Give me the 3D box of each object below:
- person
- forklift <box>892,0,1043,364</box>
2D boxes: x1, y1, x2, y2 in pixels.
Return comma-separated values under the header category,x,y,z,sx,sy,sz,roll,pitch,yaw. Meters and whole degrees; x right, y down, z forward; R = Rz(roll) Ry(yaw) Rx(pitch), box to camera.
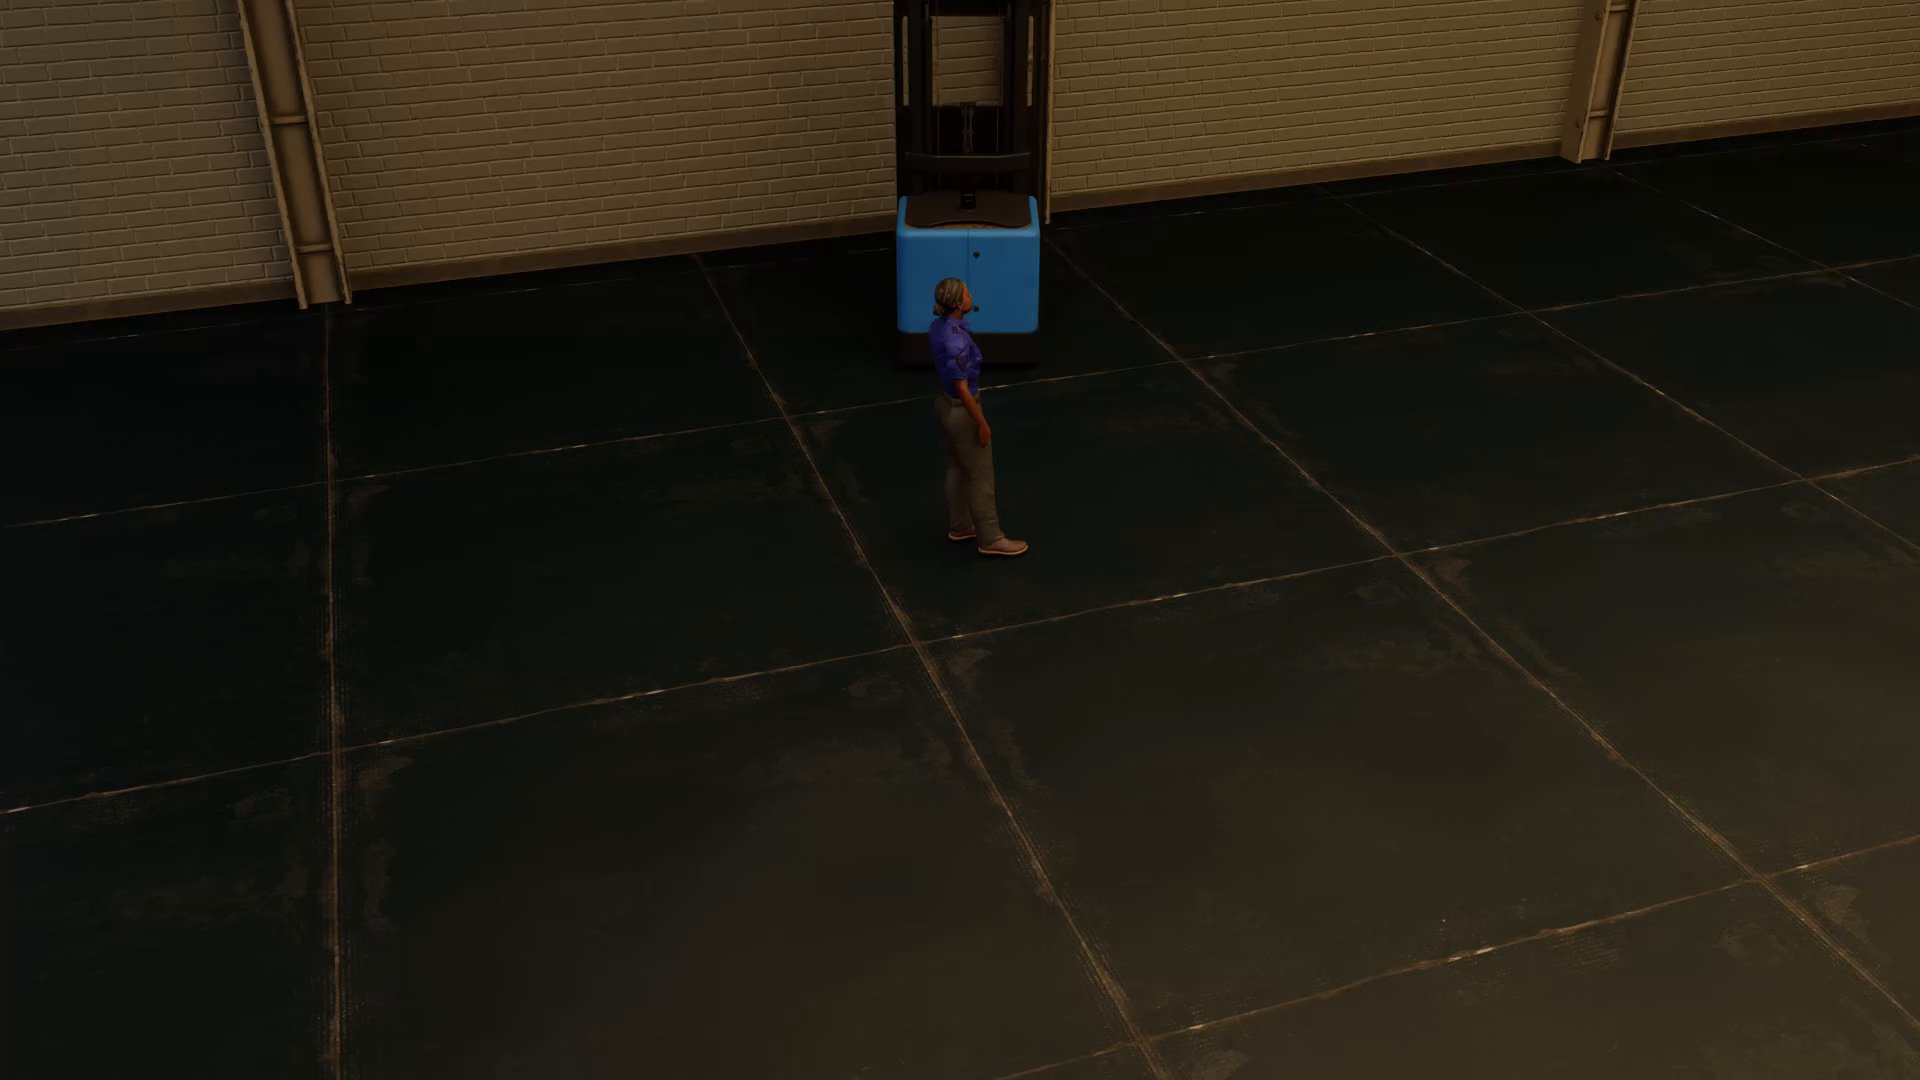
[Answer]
category,x,y,z,sx,sy,sz,roll,pitch,yaw
person,0.090,-0.728,9.618,0.503,1.656,0.570,-10,31,-16
forklift,0.057,-3.245,12.728,1.130,2.935,3.031,0,30,0
